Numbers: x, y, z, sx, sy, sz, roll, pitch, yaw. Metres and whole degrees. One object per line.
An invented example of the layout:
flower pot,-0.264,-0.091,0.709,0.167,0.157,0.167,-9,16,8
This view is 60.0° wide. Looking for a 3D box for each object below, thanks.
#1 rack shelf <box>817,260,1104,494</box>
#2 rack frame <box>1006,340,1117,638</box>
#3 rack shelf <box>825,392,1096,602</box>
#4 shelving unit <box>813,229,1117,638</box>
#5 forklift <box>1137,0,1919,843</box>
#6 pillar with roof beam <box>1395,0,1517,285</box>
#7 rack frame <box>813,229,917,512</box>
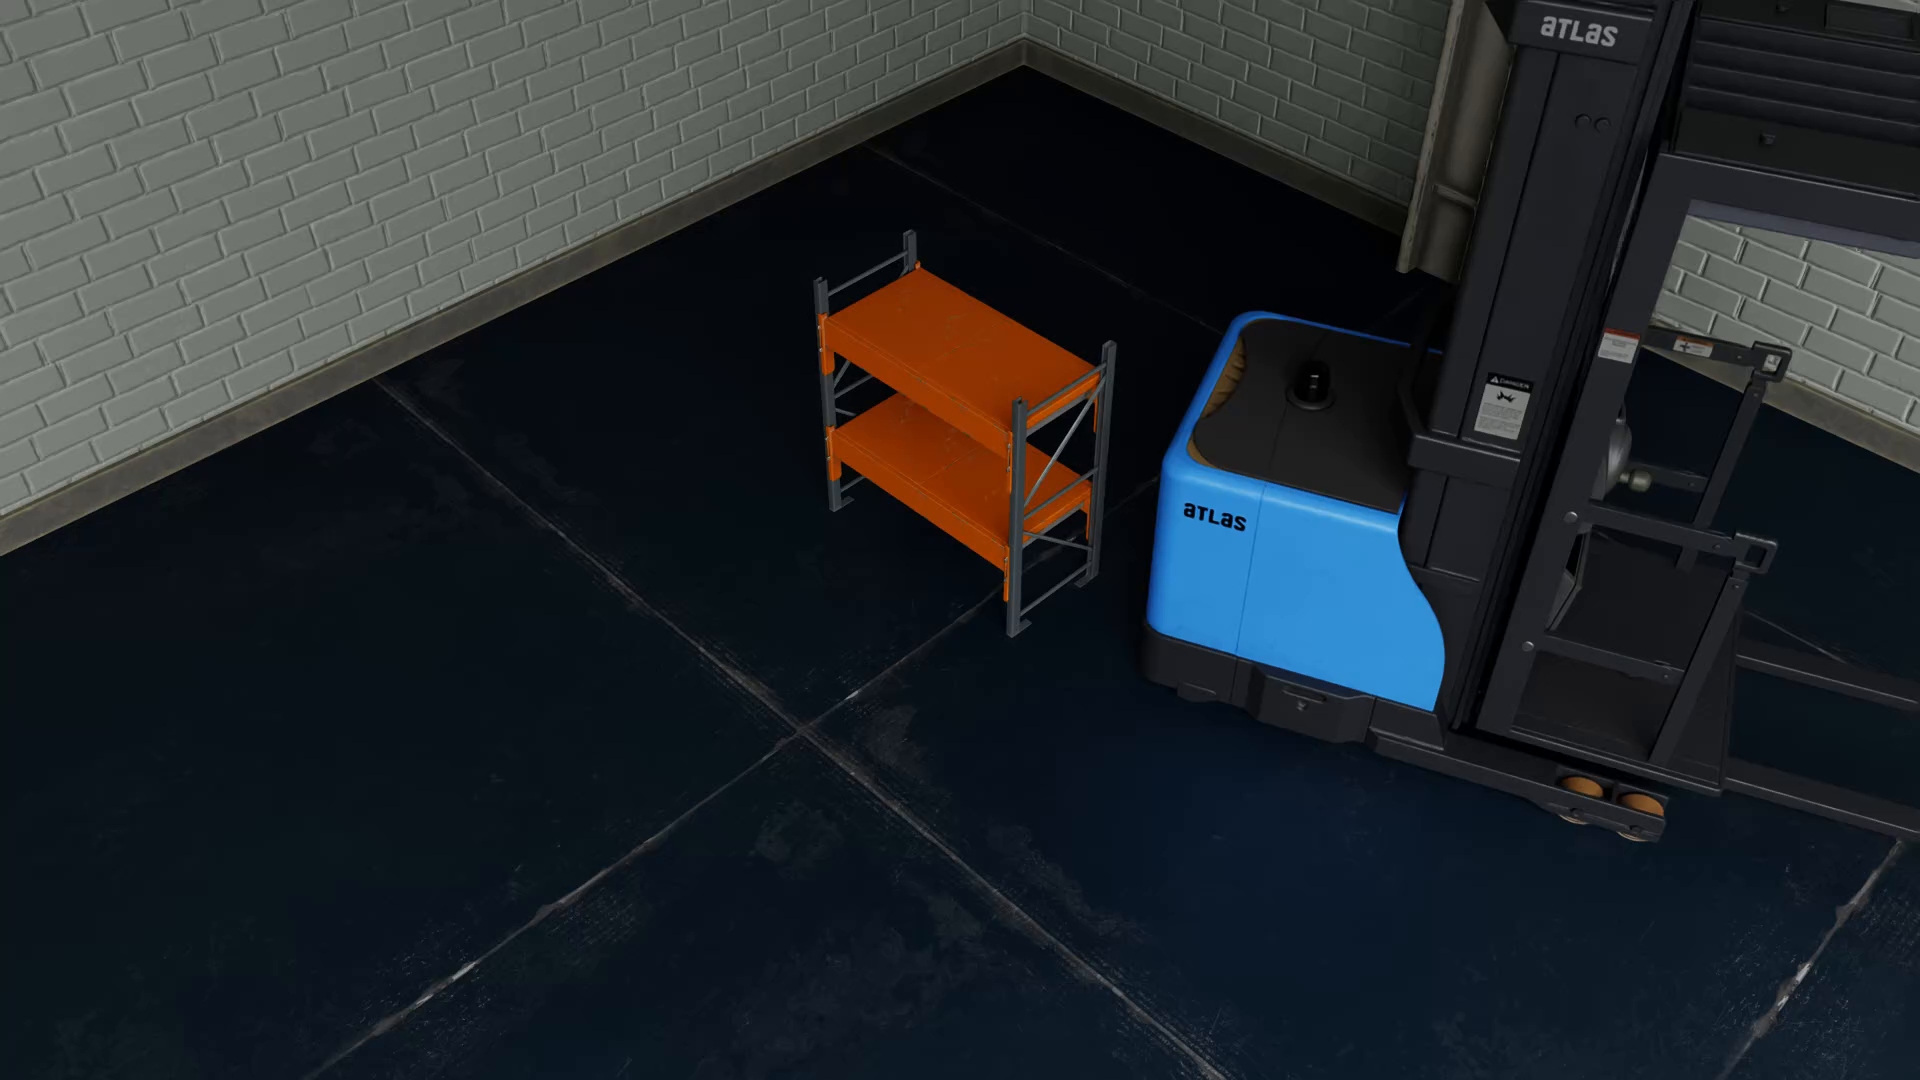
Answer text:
rack shelf,0.005,-0.625,6.166,0.538,0.278,1.000,-34,53,-31
rack frame,0.364,-0.166,6.100,0.500,1.125,0.032,-34,53,-31
rack shelf,0.005,-0.230,6.531,0.538,0.278,1.000,-34,53,-31
shelving unit,0.005,-0.410,6.365,0.538,1.125,1.048,-34,53,-31
forklift,2.222,-0.467,5.095,3.031,2.935,1.130,16,45,16
pillar with roof beam,-0.658,-2.555,2.884,9.100,9.000,0.400,-34,53,-31
rack frame,-0.354,-0.654,6.629,0.500,1.125,0.032,-34,53,-31
